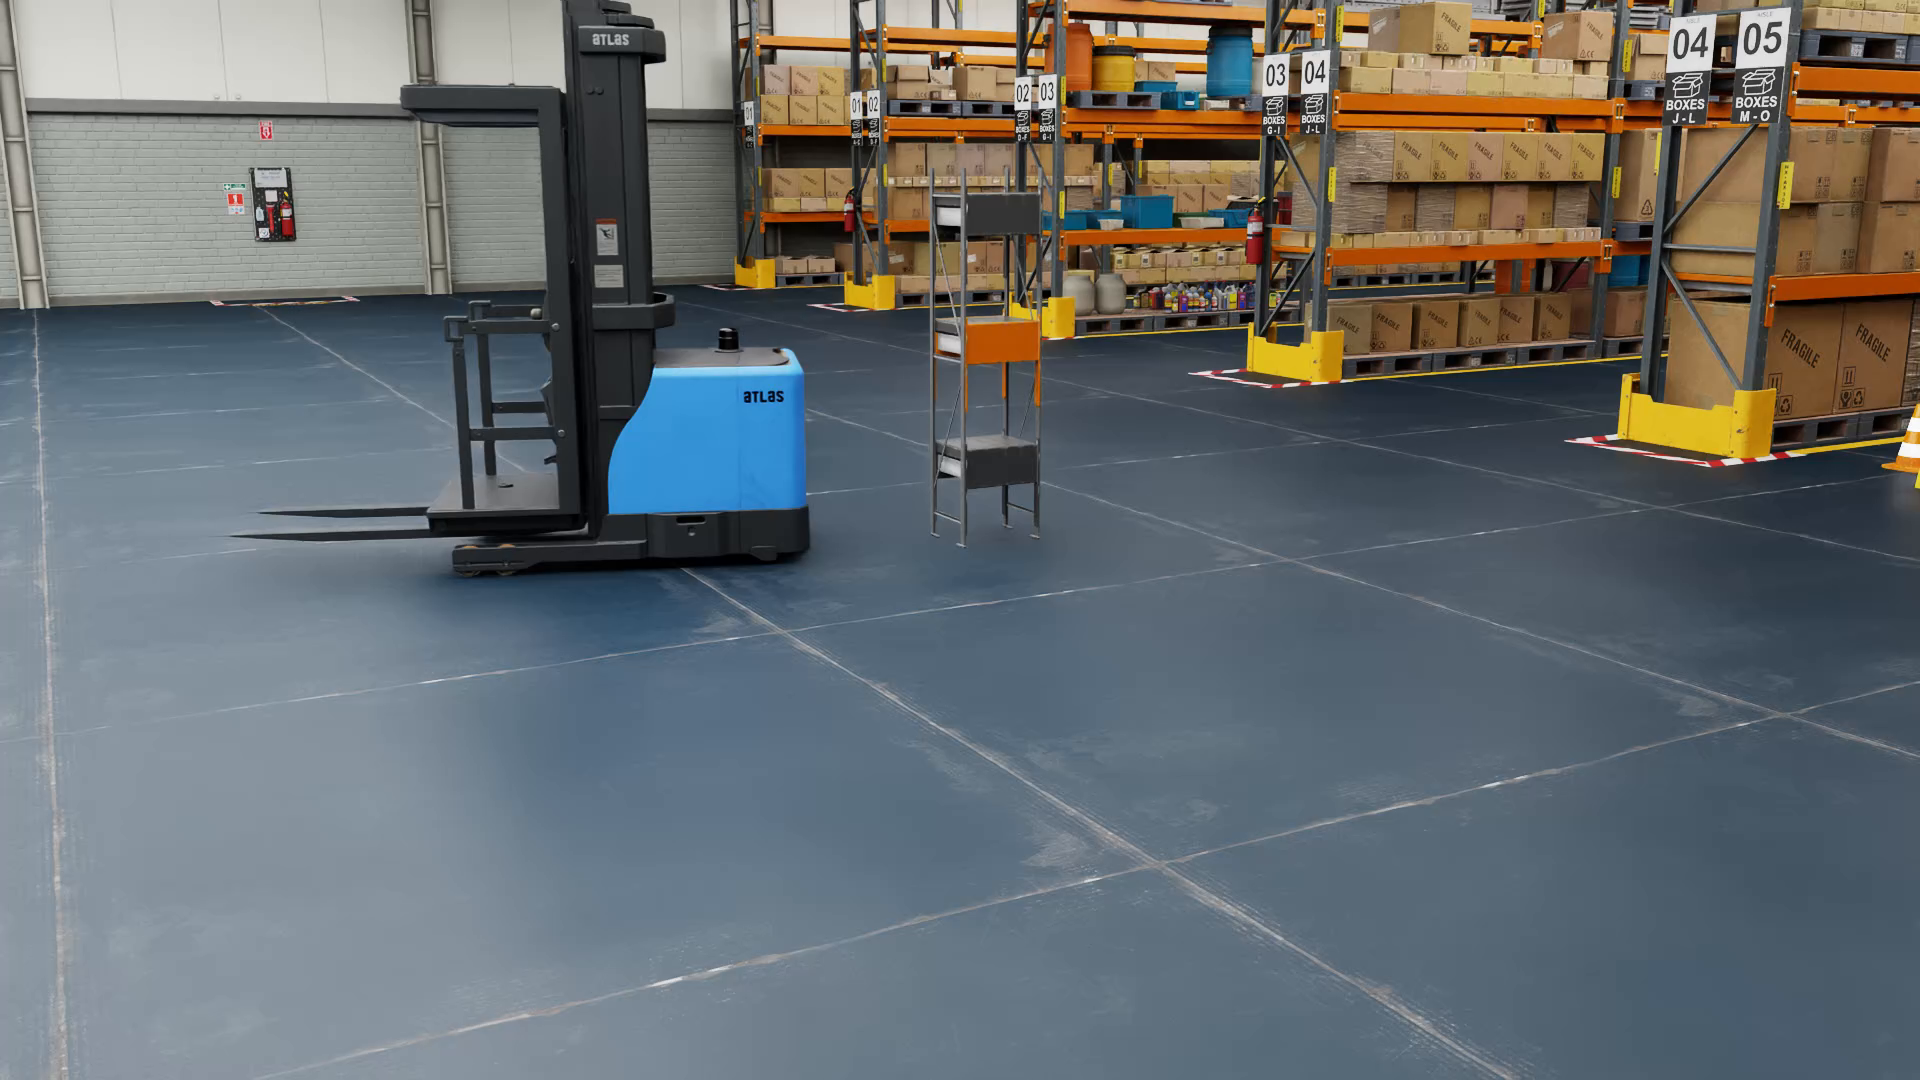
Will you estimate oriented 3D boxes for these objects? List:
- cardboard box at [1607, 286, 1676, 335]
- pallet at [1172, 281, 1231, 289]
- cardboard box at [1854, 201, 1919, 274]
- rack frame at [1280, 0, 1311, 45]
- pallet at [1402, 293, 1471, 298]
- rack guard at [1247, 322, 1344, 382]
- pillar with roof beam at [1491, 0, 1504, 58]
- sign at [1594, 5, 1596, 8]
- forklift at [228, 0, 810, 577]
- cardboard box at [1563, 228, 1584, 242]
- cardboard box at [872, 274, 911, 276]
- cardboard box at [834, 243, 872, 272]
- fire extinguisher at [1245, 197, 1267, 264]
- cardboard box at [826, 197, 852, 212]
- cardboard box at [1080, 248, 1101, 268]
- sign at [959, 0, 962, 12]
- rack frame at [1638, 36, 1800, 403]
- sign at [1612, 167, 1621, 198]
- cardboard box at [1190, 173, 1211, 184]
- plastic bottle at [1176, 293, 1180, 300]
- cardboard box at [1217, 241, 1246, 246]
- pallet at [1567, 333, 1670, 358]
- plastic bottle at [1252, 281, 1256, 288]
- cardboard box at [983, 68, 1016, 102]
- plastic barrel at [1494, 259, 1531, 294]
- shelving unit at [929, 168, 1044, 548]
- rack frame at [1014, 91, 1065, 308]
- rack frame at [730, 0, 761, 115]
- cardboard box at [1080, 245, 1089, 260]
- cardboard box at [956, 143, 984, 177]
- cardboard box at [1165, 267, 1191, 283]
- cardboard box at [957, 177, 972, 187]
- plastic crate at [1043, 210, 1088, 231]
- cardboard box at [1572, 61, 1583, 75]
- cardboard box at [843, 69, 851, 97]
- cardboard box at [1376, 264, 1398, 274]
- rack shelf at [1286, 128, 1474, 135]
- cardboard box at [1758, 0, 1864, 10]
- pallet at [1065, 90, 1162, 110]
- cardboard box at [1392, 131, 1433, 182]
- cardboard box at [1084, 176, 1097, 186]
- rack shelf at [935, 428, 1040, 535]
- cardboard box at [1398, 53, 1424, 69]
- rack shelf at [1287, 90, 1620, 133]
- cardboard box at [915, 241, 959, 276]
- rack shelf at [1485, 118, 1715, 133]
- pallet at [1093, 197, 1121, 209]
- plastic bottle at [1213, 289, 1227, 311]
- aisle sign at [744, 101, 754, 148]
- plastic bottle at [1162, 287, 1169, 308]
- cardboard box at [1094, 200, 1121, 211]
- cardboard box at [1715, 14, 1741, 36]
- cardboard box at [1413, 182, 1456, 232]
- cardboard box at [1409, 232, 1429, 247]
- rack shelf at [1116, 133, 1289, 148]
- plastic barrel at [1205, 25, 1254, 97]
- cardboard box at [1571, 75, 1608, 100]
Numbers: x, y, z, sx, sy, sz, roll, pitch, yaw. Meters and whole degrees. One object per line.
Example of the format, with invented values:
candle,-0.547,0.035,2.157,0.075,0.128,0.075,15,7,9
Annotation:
cardboard box,7.859,-2.679,19.375,0.500,0.500,0.700,-7,14,-28
pallet,3.839,-4.341,28.416,1.213,0.211,1.003,-7,14,-28
cardboard box,6.987,-2.408,13.134,0.550,0.550,0.875,-7,14,-28
rack frame,5.650,-8.834,28.369,0.127,3.000,1.000,-7,14,-28
pallet,7.321,-3.518,24.761,1.213,0.211,1.003,-7,14,-28
rack guard,3.438,-1.945,17.113,0.348,0.500,1.175,-7,14,-28
pillar with roof beam,14.313,-10.251,34.665,0.400,9.000,9.100,-7,14,-28
sign,12.412,-10.275,32.462,0.005,0.325,0.100,-7,14,-28
forklift,-2.384,-1.359,8.973,3.031,2.935,1.130,-2,13,-9
cardboard box,6.610,-3.351,18.240,0.250,0.149,0.380,-7,14,-28
cardboard box,-1.043,-4.043,26.047,0.500,0.250,0.500,-7,14,-28
cardboard box,-1.930,-5.198,30.567,0.500,0.500,0.700,-8,15,-31
fire extinguisher,3.050,-3.196,17.153,0.183,0.674,0.296,-7,14,-28
cardboard box,-2.269,-6.057,29.987,0.500,0.250,0.500,-7,15,-29
cardboard box,2.357,-4.722,27.787,0.500,0.311,0.500,-7,14,-28
sign,0.006,-9.756,30.155,0.005,0.325,0.100,-7,14,-28
rack frame,5.659,-2.190,12.509,0.127,3.000,1.000,-7,14,-28
sign,7.149,-3.896,18.117,0.005,0.325,0.100,-7,14,-28
cardboard box,4.722,-7.173,33.698,0.500,0.500,0.500,-7,14,-28
plastic bottle,2.996,-3.274,22.694,0.097,0.201,0.097,0,13,0
cardboard box,5.497,-6.251,34.494,0.750,0.750,0.750,-6,14,-26
pallet,7.565,-2.299,19.344,1.213,0.211,1.003,-7,14,-28
plastic bottle,4.013,-3.359,22.732,0.185,0.351,0.144,-7,14,-28
cardboard box,0.633,-7.125,26.094,0.637,0.503,0.797,-5,14,-22
plastic barrel,8.441,-4.154,25.220,0.708,0.830,0.600,-7,14,-28
shelving unit,0.145,-1.042,9.456,0.503,2.100,0.431,-7,14,-28
rack frame,0.998,-4.111,21.045,0.127,3.000,1.000,-7,14,-28
rack frame,-3.749,-8.947,28.869,0.127,3.000,1.000,-7,14,-28
cardboard box,2.158,-5.739,32.971,0.500,0.500,0.700,-7,14,-28
cardboard box,-0.009,-5.909,25.853,0.500,0.500,0.700,-7,14,-28
cardboard box,3.514,-4.453,27.872,0.500,0.250,0.500,-7,15,-30
cardboard box,-0.019,-5.540,25.689,0.250,0.149,0.380,-7,15,-30
plastic crate,1.294,-4.149,21.551,0.616,0.251,0.499,-7,14,-28
cardboard box,6.457,-5.062,17.870,0.250,0.149,0.380,-7,14,-27
cardboard box,-2.134,-8.284,30.206,0.500,0.500,0.500,-7,14,-28
cardboard box,7.541,-5.059,29.950,0.500,0.500,0.500,-7,15,-30
rack shelf,7.405,-7.230,29.712,4.000,0.370,1.077,-7,14,-28
cardboard box,6.206,-3.980,12.112,0.500,0.250,0.500,-7,14,-28
pallet,1.771,-5.550,21.039,1.213,0.211,1.003,-7,14,-28
cardboard box,4.427,-3.895,16.901,0.500,0.500,0.500,-7,14,-28
cardboard box,2.003,-5.782,26.765,0.250,0.149,0.380,-7,14,-28
rack shelf,0.145,-0.346,9.613,0.480,0.518,0.431,-7,14,-28
cardboard box,4.434,-4.800,16.706,0.250,0.149,0.380,-6,14,-26
rack shelf,5.127,-4.479,17.488,4.000,0.370,1.077,-7,14,-28
cardboard box,-0.357,-4.362,25.757,0.500,0.500,0.500,-7,14,-28
rack shelf,9.775,-6.275,25.469,4.000,0.370,1.077,-7,14,-28
pallet,2.699,-6.673,32.864,1.003,0.211,1.213,-7,14,-28
plastic bottle,3.485,-3.224,22.304,0.135,0.276,0.152,-7,14,-27
aisle sign,-3.668,-7.223,28.952,0.004,0.787,0.394,-7,14,-28
plastic bottle,2.756,-3.310,22.688,0.135,0.276,0.152,-7,15,-29
cardboard box,2.550,-5.474,27.442,0.500,0.250,0.500,-6,14,-24
cardboard box,5.789,-3.885,12.595,0.250,0.149,0.380,-7,14,-28
cardboard box,4.708,-3.523,17.526,0.500,0.500,0.875,-7,14,-28
cardboard box,4.623,-3.119,17.210,0.250,0.149,0.380,-7,14,-28
rack shelf,5.028,-8.185,33.952,4.000,0.370,1.077,-7,14,-28
plastic barrel,3.584,-6.361,22.110,0.708,0.901,0.600,-7,14,-28
cardboard box,6.607,-4.869,17.924,0.500,0.250,0.500,-6,14,-26
